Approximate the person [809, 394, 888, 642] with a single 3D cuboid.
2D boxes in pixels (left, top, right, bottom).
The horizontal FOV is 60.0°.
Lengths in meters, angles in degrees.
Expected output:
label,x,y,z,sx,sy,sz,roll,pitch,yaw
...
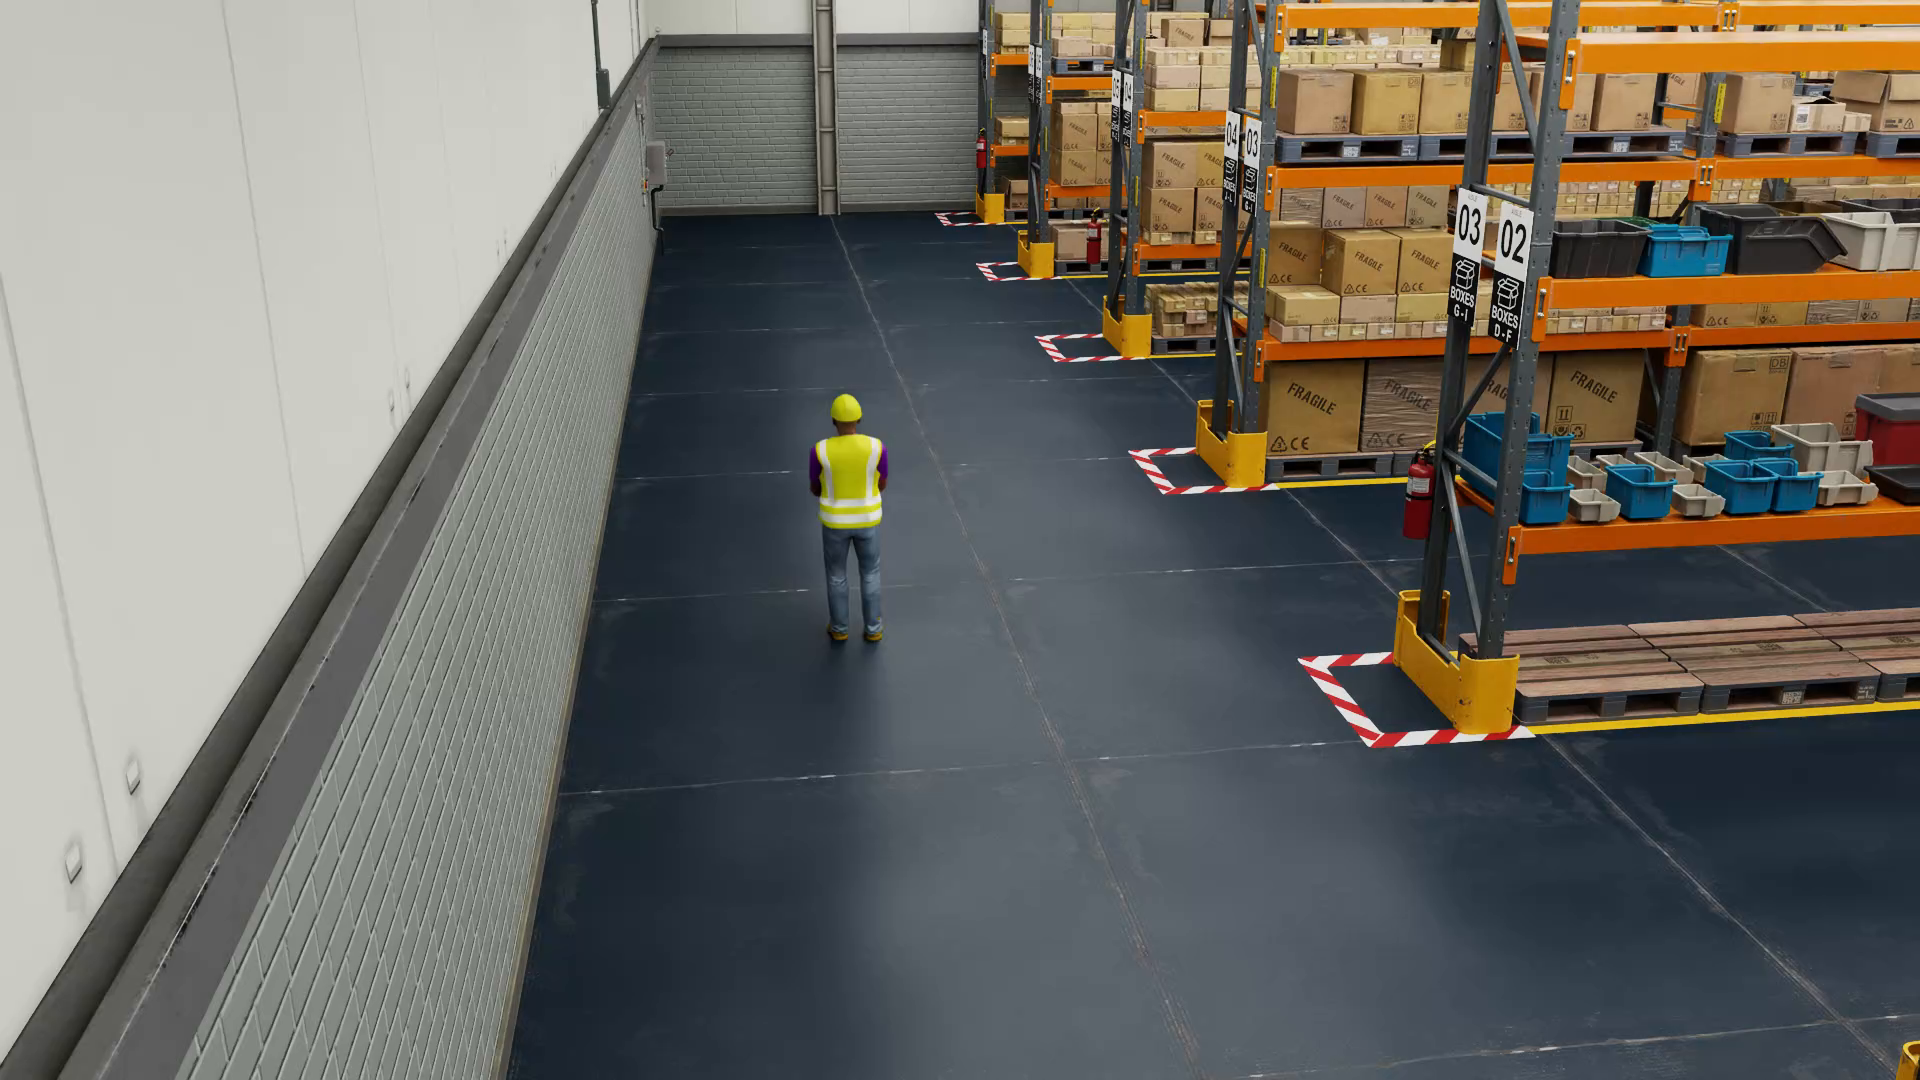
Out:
label,x,y,z,sx,sy,sz,roll,pitch,yaw
person,-0.769,-0.170,11.505,0.542,1.770,0.551,-3,20,-8
